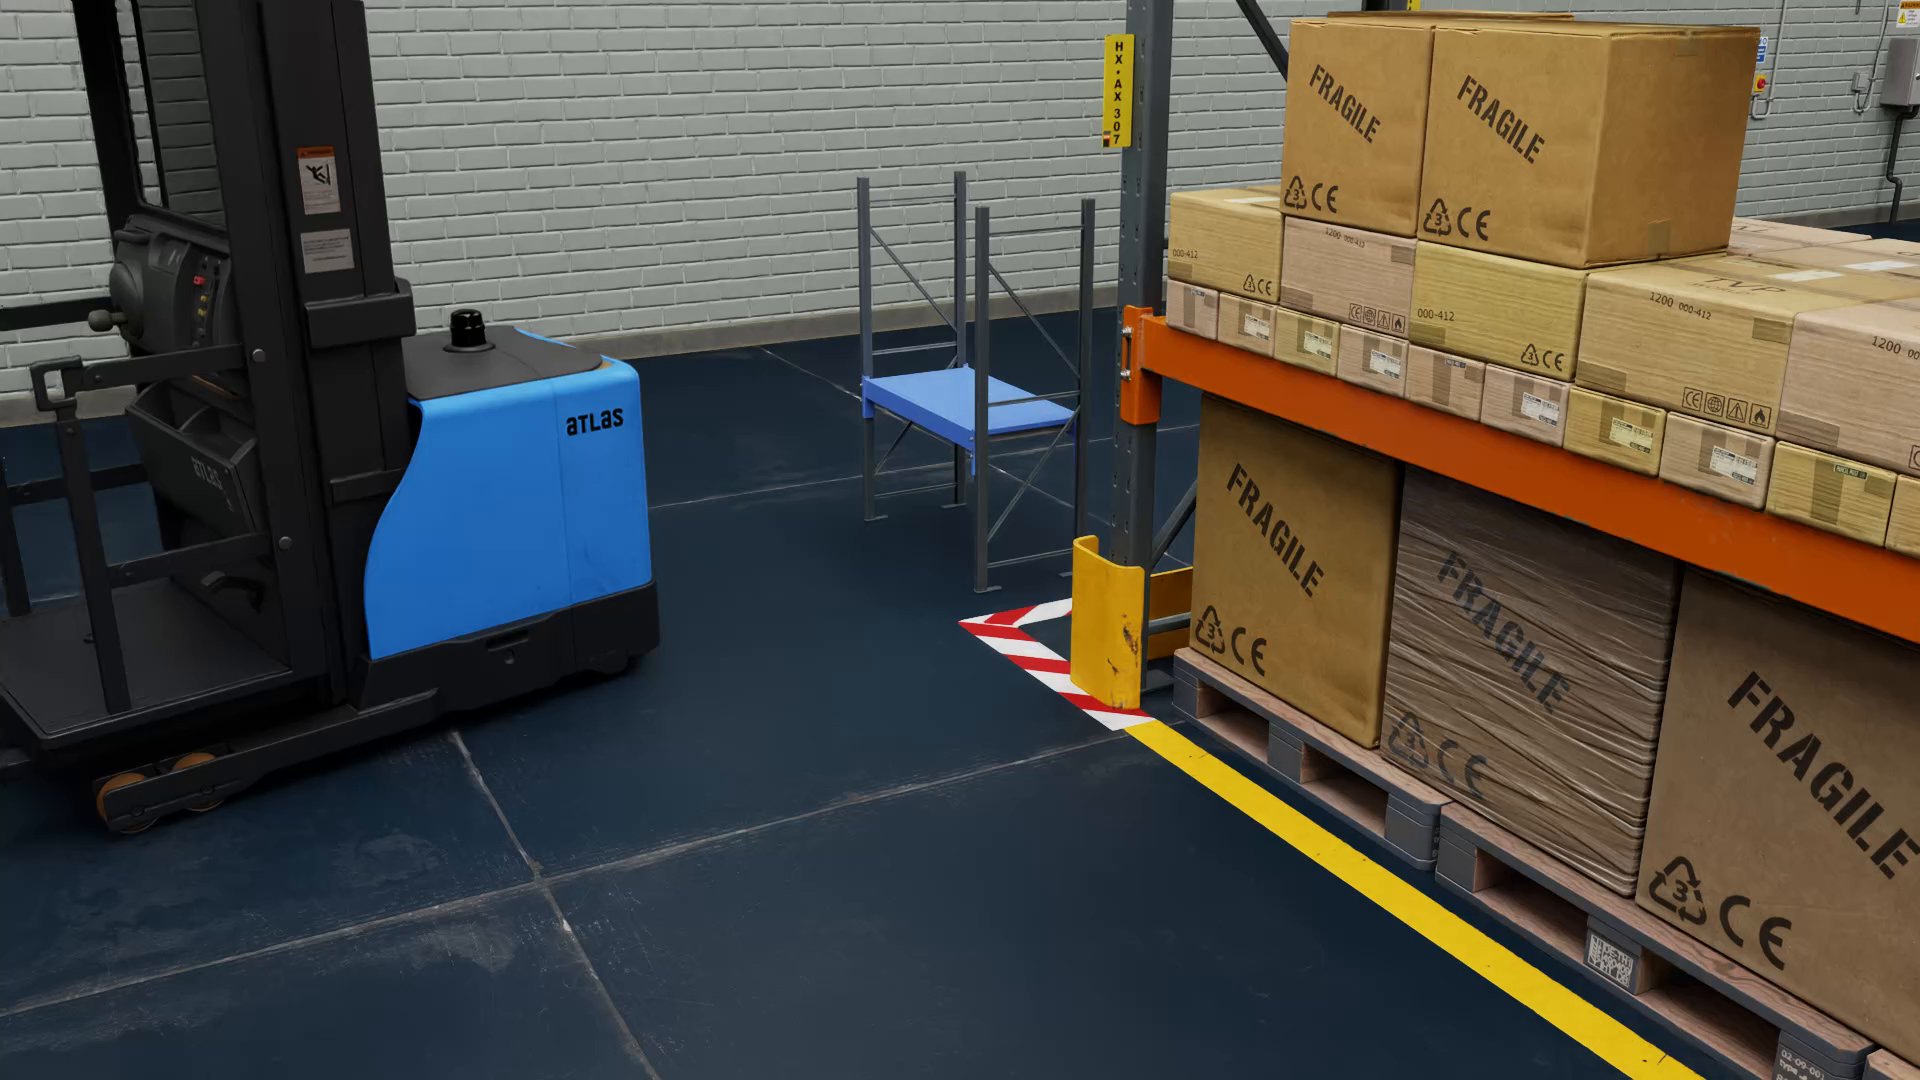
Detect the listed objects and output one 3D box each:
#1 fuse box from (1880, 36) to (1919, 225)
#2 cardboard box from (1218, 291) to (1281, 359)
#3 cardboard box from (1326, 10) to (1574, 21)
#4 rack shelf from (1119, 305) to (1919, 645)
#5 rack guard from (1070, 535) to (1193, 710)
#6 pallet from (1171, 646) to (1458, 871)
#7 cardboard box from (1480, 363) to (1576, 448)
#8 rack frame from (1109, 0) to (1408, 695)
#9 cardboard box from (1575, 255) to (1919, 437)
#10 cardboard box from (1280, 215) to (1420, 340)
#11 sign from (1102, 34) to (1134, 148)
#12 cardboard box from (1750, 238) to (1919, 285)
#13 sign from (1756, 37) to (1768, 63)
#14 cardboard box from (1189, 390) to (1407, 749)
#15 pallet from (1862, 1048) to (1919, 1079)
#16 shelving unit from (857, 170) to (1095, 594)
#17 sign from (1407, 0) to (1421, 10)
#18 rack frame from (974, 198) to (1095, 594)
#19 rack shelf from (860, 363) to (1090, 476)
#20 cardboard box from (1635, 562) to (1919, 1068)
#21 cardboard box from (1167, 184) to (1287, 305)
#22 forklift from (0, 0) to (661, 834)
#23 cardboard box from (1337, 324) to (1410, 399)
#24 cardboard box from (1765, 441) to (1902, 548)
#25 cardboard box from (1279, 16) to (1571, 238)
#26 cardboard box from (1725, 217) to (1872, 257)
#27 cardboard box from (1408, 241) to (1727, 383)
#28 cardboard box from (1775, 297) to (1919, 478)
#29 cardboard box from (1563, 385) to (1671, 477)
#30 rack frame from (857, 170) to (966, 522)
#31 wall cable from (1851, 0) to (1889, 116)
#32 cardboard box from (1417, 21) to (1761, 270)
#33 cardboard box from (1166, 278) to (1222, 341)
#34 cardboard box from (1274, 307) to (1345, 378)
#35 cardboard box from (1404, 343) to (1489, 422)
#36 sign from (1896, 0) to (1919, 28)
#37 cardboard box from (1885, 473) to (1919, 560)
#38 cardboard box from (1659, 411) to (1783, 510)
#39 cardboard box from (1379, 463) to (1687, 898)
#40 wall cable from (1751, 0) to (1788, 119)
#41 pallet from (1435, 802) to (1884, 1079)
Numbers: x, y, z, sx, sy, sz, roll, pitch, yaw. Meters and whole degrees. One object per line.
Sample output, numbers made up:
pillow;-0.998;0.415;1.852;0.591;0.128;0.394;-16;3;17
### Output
fuse box;8.905;-3.804;15.533;0.539;1.711;0.414;-10;21;-27
cardboard box;0.965;-0.635;4.757;0.380;0.149;0.250;-10;22;-27
cardboard box;1.427;-1.305;4.939;0.500;0.500;0.500;-10;21;-26
rack shelf;1.914;-0.066;3.826;1.077;0.370;4.000;-10;21;-27
rack guard;0.953;0.195;5.800;1.175;0.500;0.348;-10;21;-27
pallet;1.413;0.556;5.197;1.003;0.211;1.213;-10;21;-27
cardboard box;1.455;-0.339;3.902;0.380;0.149;0.250;-10;22;-27
rack frame;0.964;-0.980;5.373;1.000;3.000;0.127;-10;21;-27
cardboard box;1.695;-0.428;3.547;0.500;0.250;0.500;-10;22;-28
cardboard box;1.207;-0.722;4.399;0.500;0.250;0.500;-10;22;-27
sign;0.473;-1.342;4.974;0.100;0.325;0.005;-10;21;-27
cardboard box;2.161;-0.511;3.787;0.500;0.250;0.500;-10;21;-27
sign;6.916;-4.268;14.487;0.327;0.218;0.001;-10;21;-27
cardboard box;1.338;-0.003;5.154;0.875;0.875;0.875;-10;21;-27
pallet;2.571;1.256;3.167;1.003;0.211;1.213;-10;21;-27
shelving unit;0.041;-0.684;6.816;0.538;1.500;1.048;-10;21;-27
sign;1.448;-1.719;5.377;0.100;0.325;0.005;-10;21;-27
rack frame;0.282;-0.539;6.393;0.500;1.500;0.032;-10;21;-27
rack shelf;0.041;-0.514;6.874;0.538;0.185;1.000;-10;21;-27
cardboard box;2.193;0.514;3.657;0.875;0.875;0.875;-10;21;-27
cardboard box;0.954;-0.870;4.828;0.500;0.250;0.500;-11;22;-28
forklift;-2.485;-0.745;4.796;3.031;2.935;1.130;-17;25;-40
cardboard box;1.212;-0.487;4.328;0.380;0.149;0.250;-10;22;-27
cardboard box;1.820;-0.119;3.261;0.380;0.149;0.250;-10;22;-28
cardboard box;1.192;-1.081;4.290;0.500;0.500;0.500;-11;22;-28
cardboard box;1.910;-0.660;4.219;0.500;0.250;0.500;-11;22;-28
cardboard box;1.442;-0.577;3.979;0.500;0.250;0.500;-11;22;-28
cardboard box;1.932;-0.282;3.124;0.500;0.250;0.500;-10;21;-26
cardboard box;1.574;-0.267;3.691;0.380;0.149;0.250;-11;22;-28
rack frame;-0.201;-0.830;7.239;0.500;1.500;0.032;-10;21;-27
wall cable;8.230;-4.833;14.982;0.588;1.984;0.122;-10;21;-27
cardboard box;1.443;-0.933;3.861;0.500;0.500;0.500;-11;22;-28
cardboard box;0.842;-0.708;4.970;0.380;0.149;0.250;-10;21;-26
cardboard box;1.087;-0.561;4.544;0.380;0.149;0.250;-11;22;-28
cardboard box;1.332;-0.413;4.116;0.380;0.149;0.250;-10;22;-28
sign;8.758;-4.855;15.336;0.339;0.242;0.001;-10;21;-27
cardboard box;1.941;-0.045;3.048;0.380;0.149;0.250;-10;21;-26
cardboard box;1.700;-0.192;3.474;0.380;0.149;0.250;-10;21;-26
cardboard box;1.771;0.259;4.397;0.875;0.875;0.875;-10;21;-27
wall cable;6.987;-4.625;14.331;0.585;1.953;0.123;-10;21;-27
pallet;1.988;0.906;4.184;1.003;0.211;1.213;-10;21;-27
